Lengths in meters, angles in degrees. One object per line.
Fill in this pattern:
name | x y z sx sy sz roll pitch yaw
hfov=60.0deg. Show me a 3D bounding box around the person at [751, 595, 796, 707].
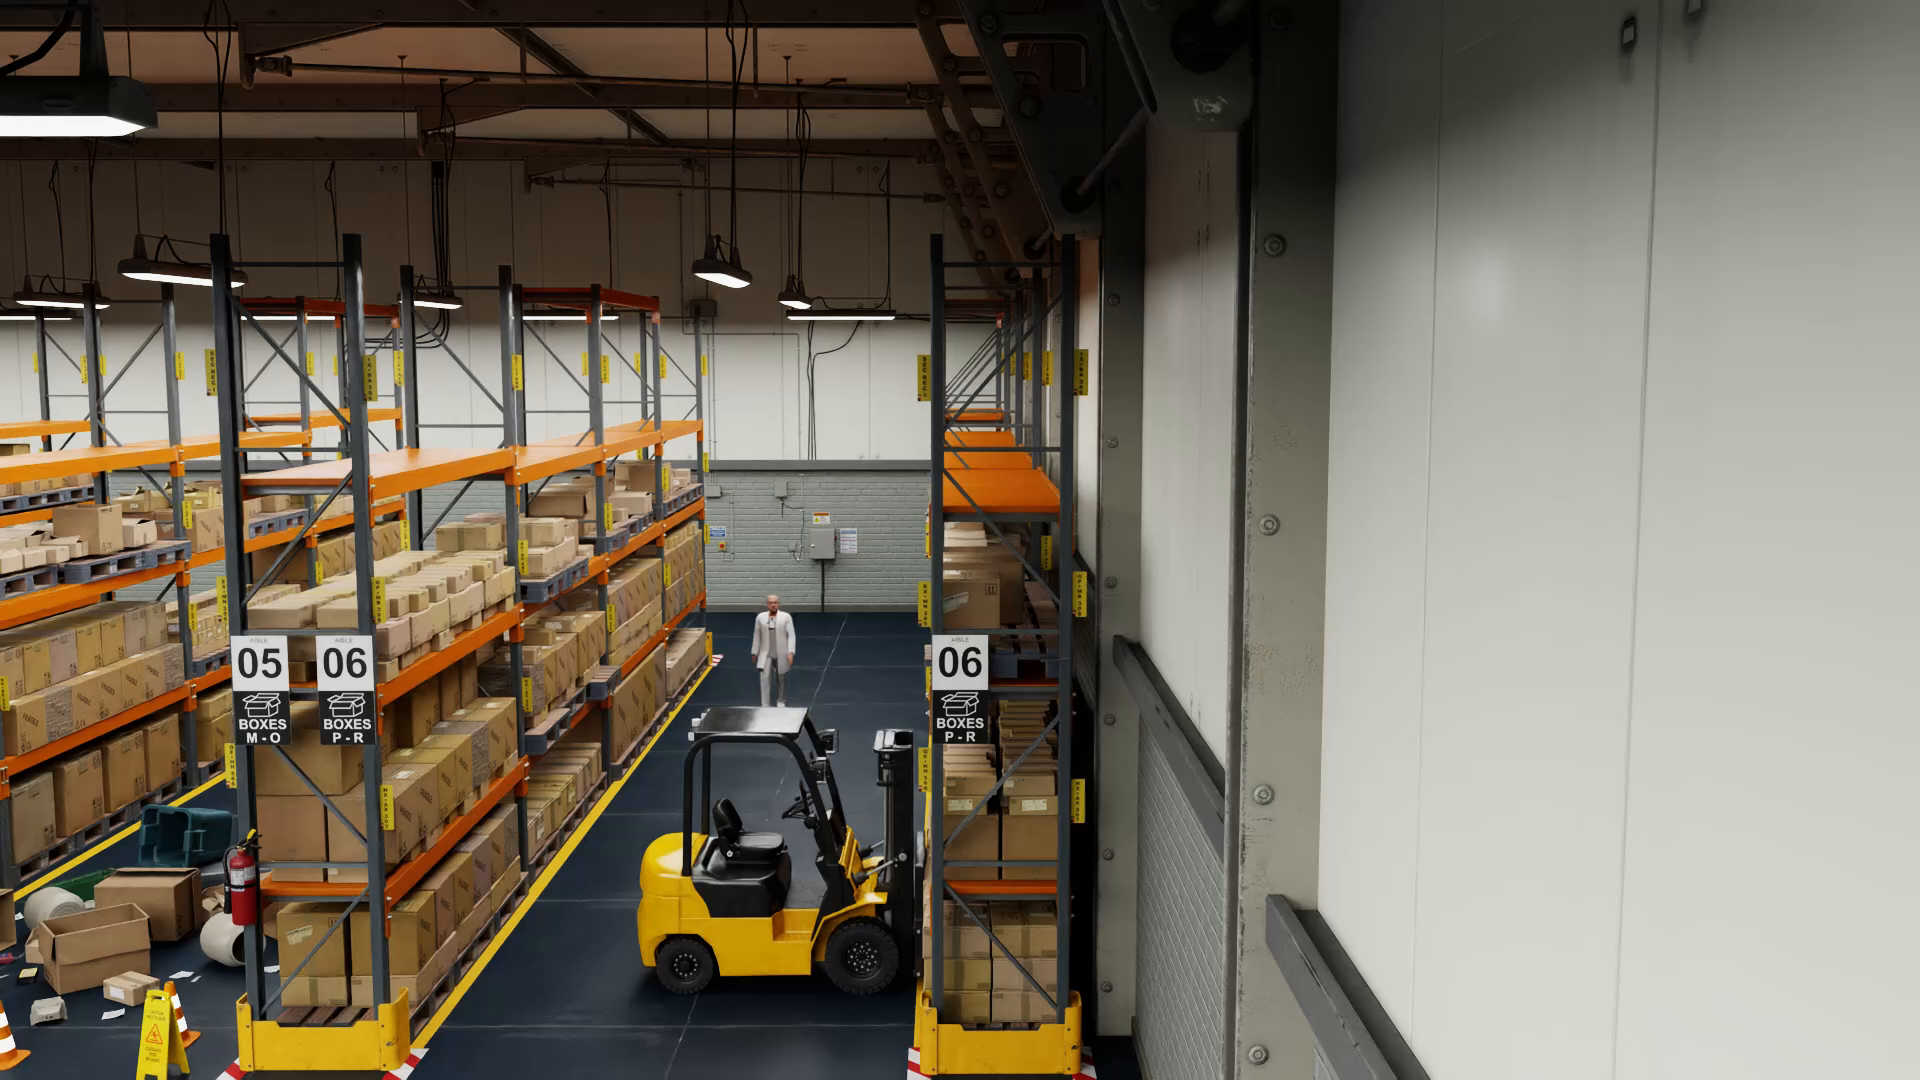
person | -2.688 1.649 23.858 0.674 1.717 1.102 0 6 1
